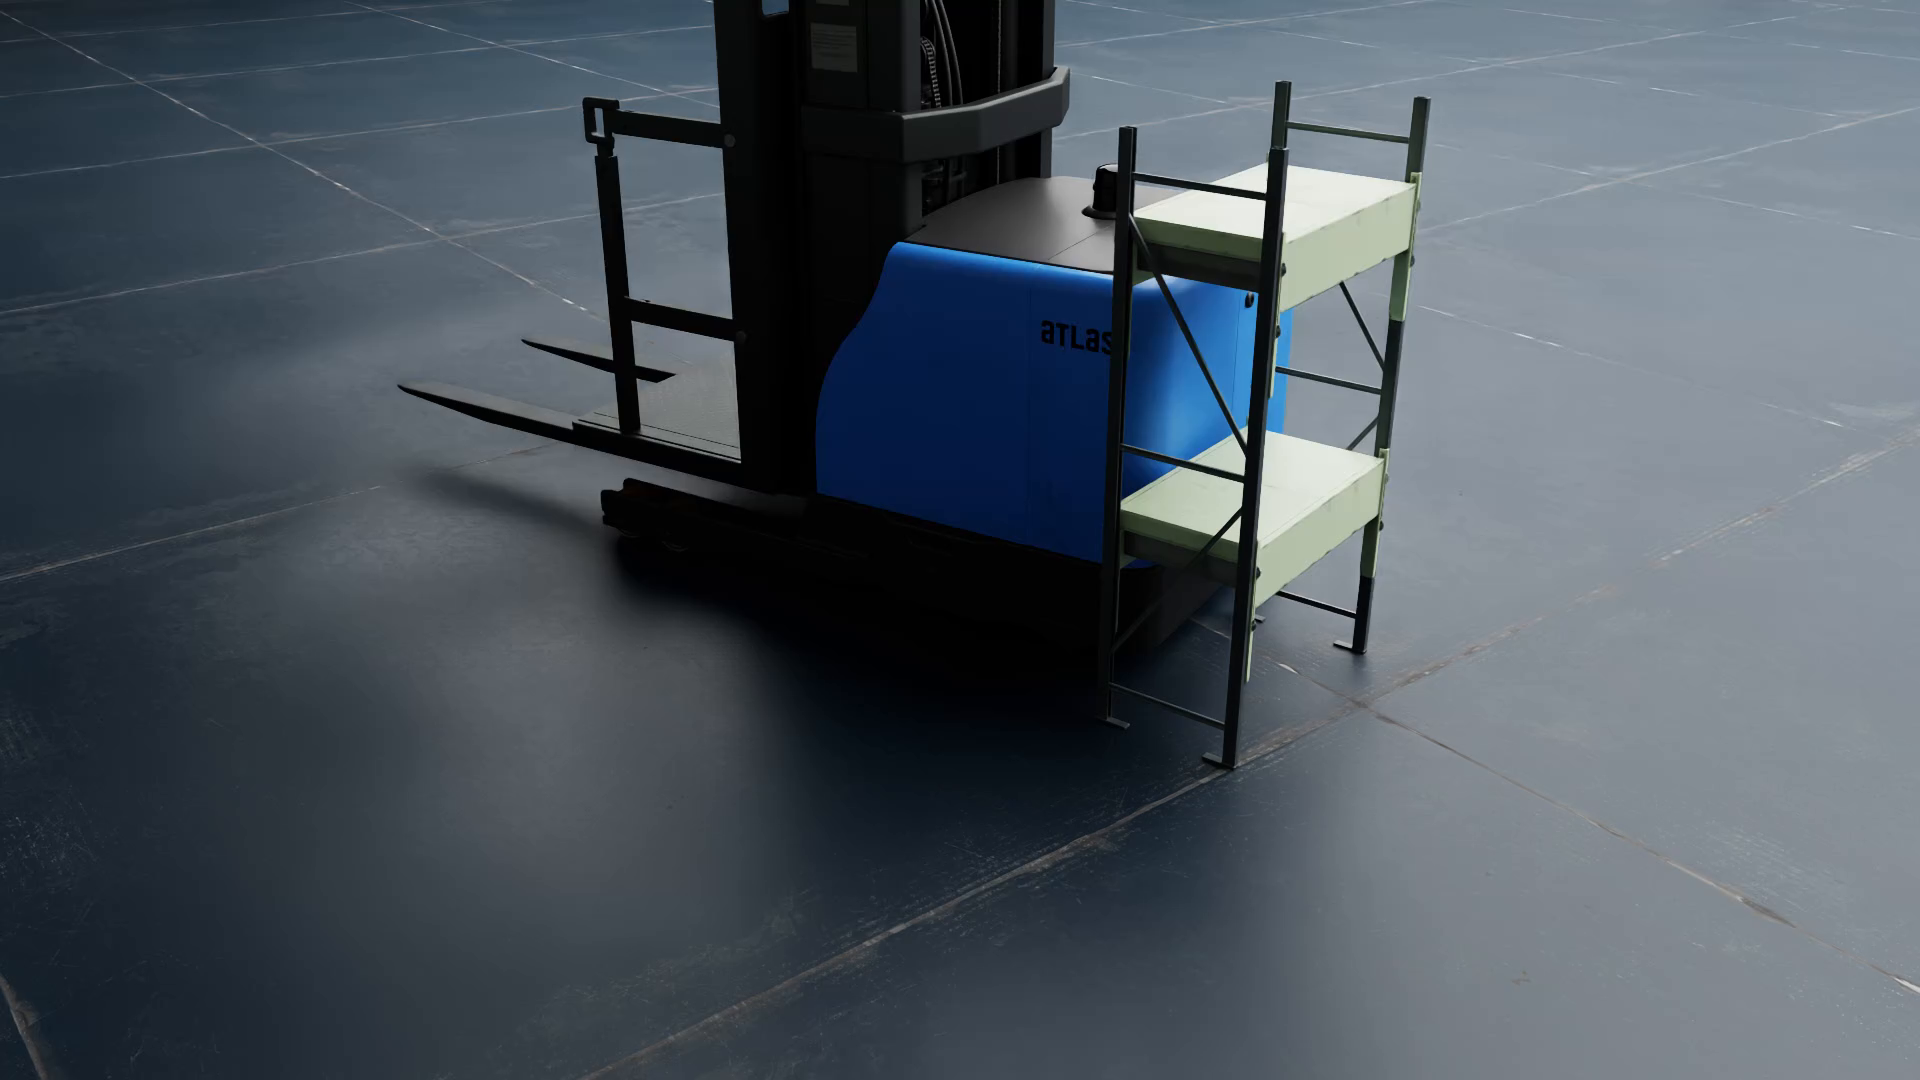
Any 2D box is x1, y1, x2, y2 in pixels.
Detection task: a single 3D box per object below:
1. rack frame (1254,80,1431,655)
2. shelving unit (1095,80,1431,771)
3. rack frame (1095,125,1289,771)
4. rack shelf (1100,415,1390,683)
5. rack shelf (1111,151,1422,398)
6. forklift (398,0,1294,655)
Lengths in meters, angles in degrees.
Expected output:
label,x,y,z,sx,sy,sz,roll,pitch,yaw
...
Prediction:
label,x,y,z,sx,sy,sz,roll,pitch,yaw
rack frame,0.955,-0.420,4.372,0.400,1.500,0.023,18,30,33
shelving unit,0.734,-0.297,4.108,0.431,1.500,0.755,18,30,33
rack frame,0.513,-0.174,3.843,0.400,1.500,0.023,18,30,33
rack shelf,0.734,-0.001,4.245,0.431,0.370,0.720,18,30,33
rack shelf,0.734,-0.651,3.944,0.431,0.370,0.720,18,30,33
forklift,-0.535,-1.467,4.928,3.031,2.935,1.130,14,29,28
